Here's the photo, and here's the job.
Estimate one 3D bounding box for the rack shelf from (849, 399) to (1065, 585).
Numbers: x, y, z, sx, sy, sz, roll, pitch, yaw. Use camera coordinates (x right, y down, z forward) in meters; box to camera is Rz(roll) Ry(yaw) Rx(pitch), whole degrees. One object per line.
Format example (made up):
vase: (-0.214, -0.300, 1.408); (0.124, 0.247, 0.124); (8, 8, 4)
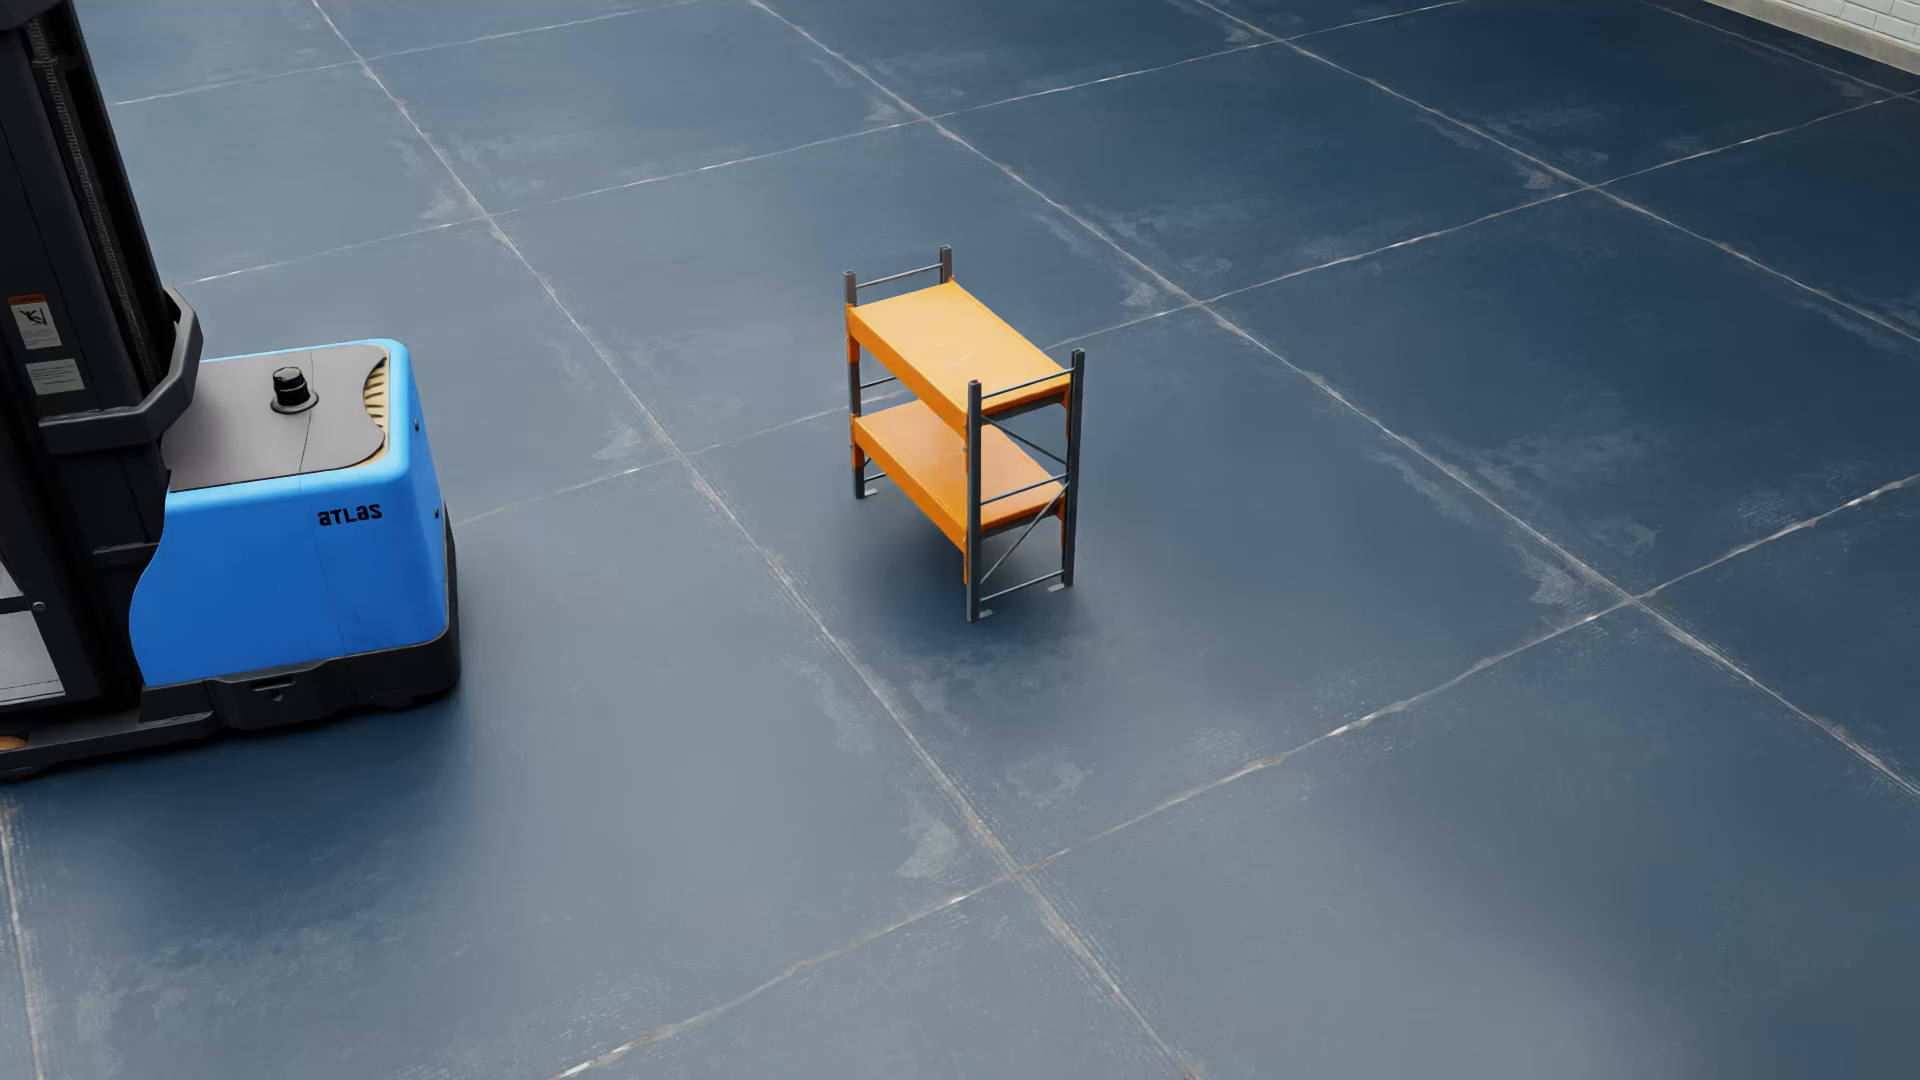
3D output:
rack shelf: (-0.003, -0.260, 7.067); (0.538, 0.278, 1.000); (-19, 40, -24)

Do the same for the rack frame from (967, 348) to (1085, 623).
rack frame: (0.252, -0.198, 6.568); (0.500, 1.125, 0.032); (-19, 40, -24)

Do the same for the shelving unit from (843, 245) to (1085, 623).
shelving unit: (-0.003, -0.458, 6.923); (0.538, 1.125, 1.048); (-19, 40, -24)

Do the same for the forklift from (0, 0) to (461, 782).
forklift: (-3.503, -0.622, 5.616); (3.031, 2.935, 1.130); (-9, 37, -12)

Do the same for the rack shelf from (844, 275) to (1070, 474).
rack shelf: (-0.003, -0.694, 6.750); (0.538, 0.278, 1.000); (-19, 40, -24)

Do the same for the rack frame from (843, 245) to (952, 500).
rack frame: (-0.259, -0.717, 7.278); (0.500, 1.125, 0.032); (-19, 40, -24)
